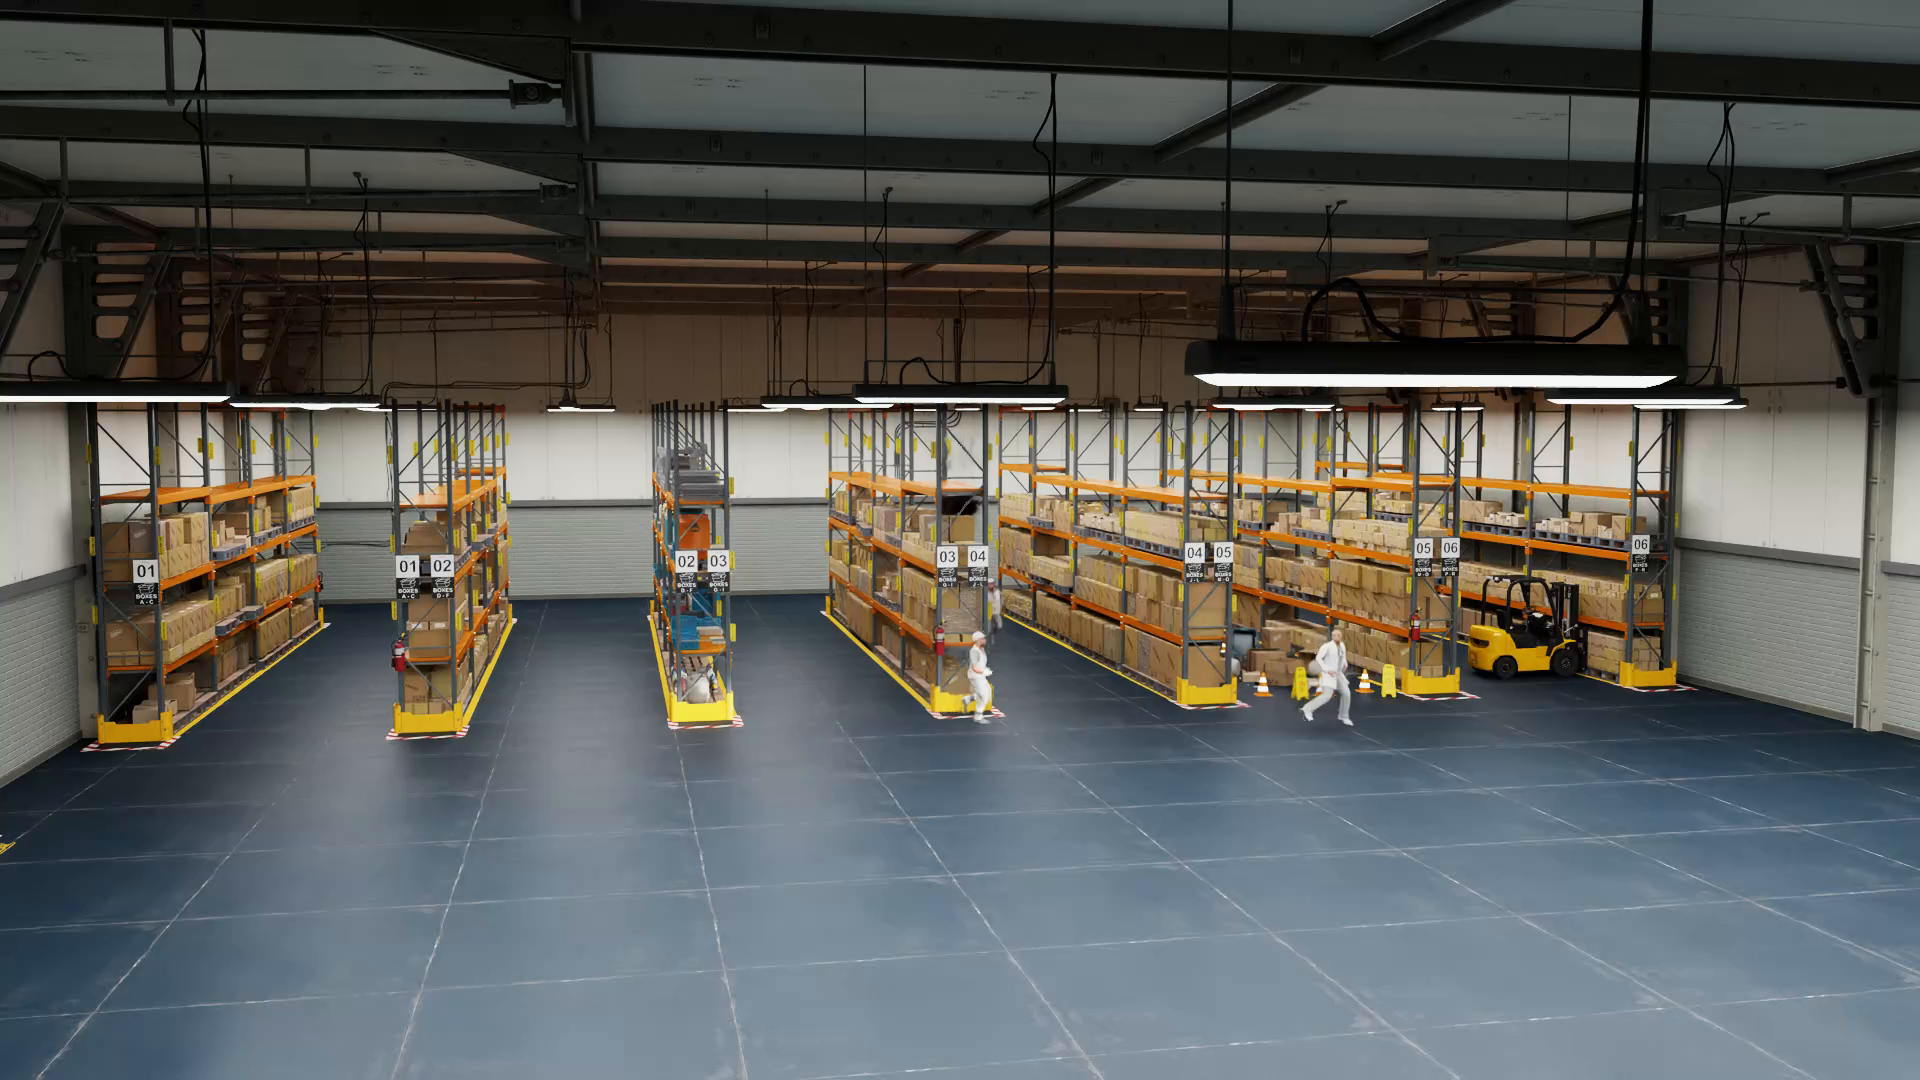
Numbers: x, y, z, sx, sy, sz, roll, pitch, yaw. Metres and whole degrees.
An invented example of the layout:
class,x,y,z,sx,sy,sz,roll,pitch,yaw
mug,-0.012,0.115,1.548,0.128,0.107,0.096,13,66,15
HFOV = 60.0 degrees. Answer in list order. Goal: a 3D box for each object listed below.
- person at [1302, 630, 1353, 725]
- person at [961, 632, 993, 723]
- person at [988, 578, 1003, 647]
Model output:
class,x,y,z,sx,sy,sz,roll,pitch,yaw
person,6.889,2.549,30.881,0.922,1.782,0.791,-4,6,-40
person,0.305,2.545,30.850,0.633,1.724,0.697,1,4,15
person,0.797,1.784,40.672,0.676,1.727,0.764,-1,5,-18
